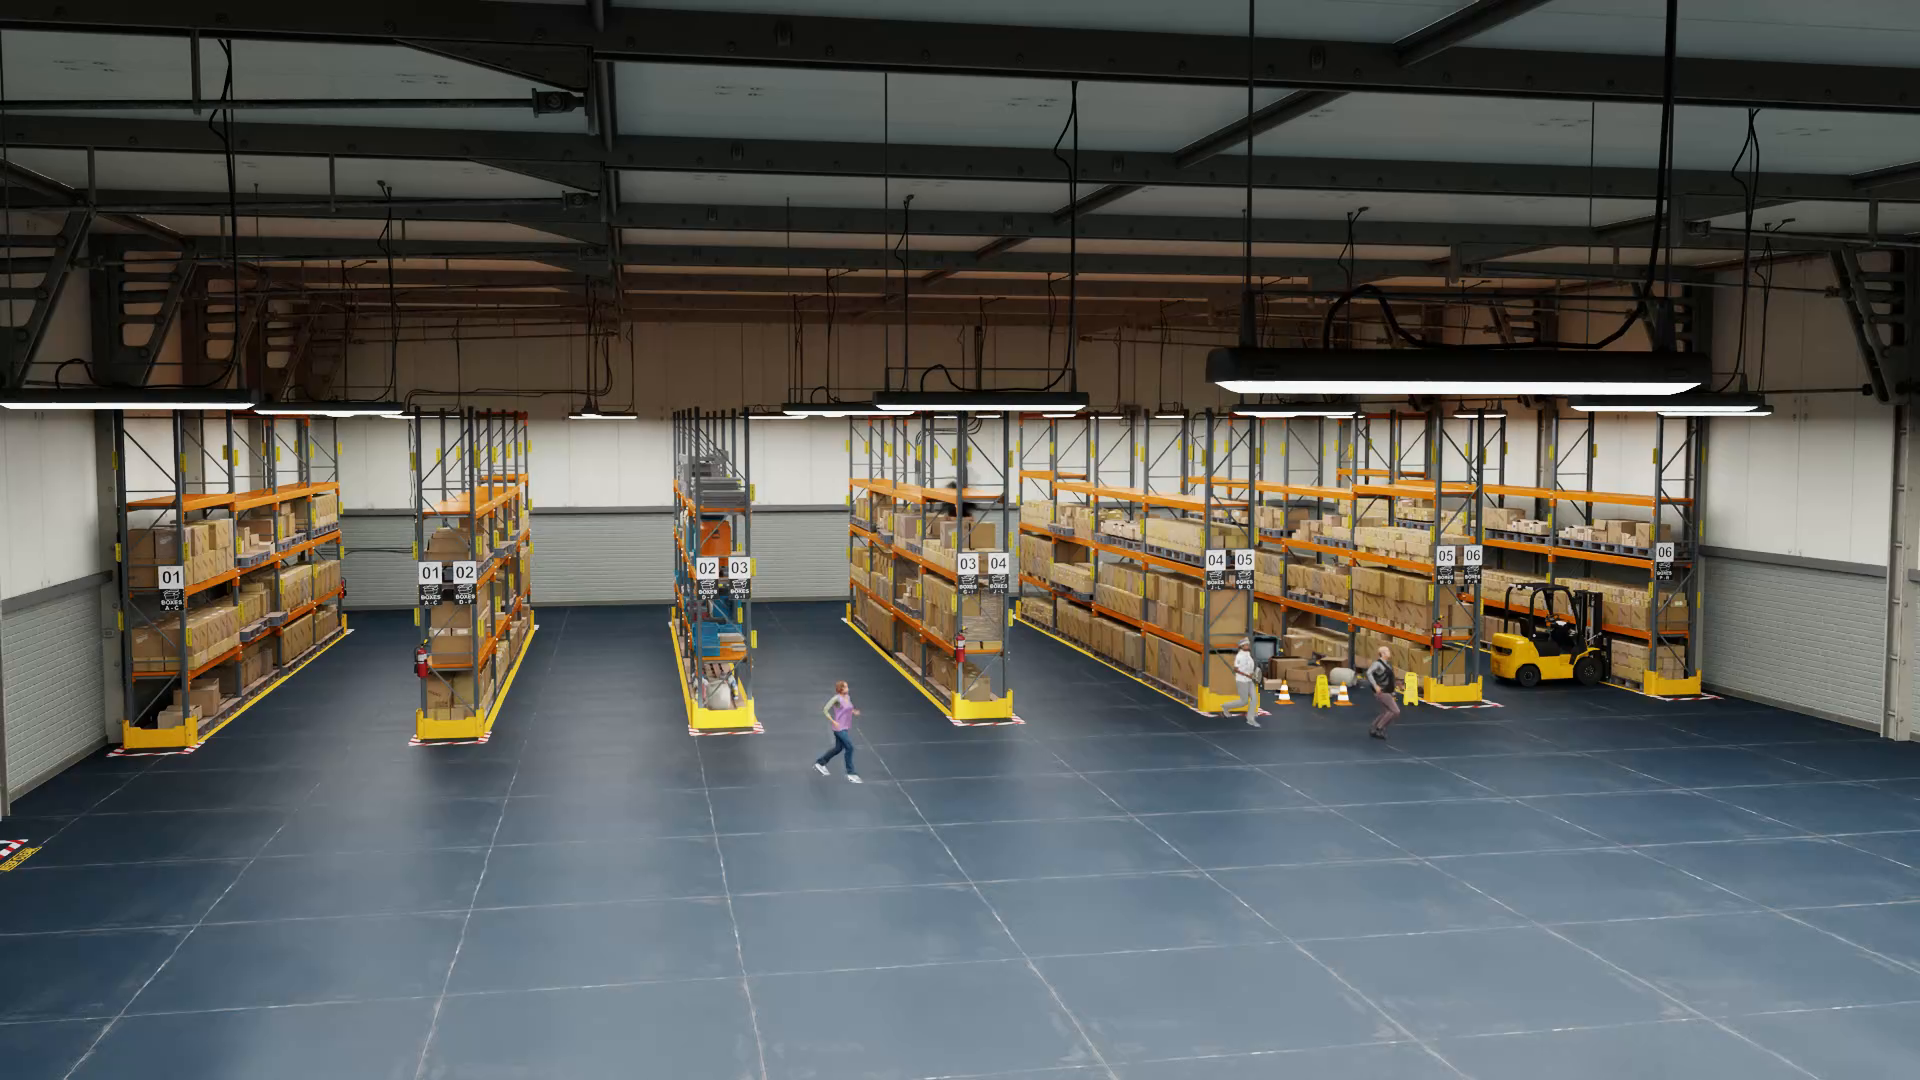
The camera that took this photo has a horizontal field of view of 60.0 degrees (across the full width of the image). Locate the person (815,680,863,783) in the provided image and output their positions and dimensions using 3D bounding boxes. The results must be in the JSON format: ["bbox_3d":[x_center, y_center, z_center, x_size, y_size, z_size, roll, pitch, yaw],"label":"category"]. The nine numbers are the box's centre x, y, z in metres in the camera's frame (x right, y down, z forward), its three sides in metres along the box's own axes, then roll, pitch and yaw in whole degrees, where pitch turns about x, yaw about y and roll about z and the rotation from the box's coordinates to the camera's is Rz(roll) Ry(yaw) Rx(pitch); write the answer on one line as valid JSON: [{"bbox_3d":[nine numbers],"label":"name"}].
[{"bbox_3d":[-1.923,3.035,26.535,0.817,1.617,0.523,1,4,17],"label":"person"}]

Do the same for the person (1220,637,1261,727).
[{"bbox_3d":[5.331,2.668,31.402,0.781,1.698,0.583,3,5,32],"label":"person"}]

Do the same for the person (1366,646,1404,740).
[{"bbox_3d":[7.631,2.753,29.846,0.630,1.678,0.671,3,5,33],"label":"person"}]

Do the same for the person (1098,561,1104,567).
[{"bbox_3d":[3.983,1.495,47.021,0.678,1.820,0.738,-1,4,-11],"label":"person"}]

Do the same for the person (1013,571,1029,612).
[{"bbox_3d":[1.908,1.359,49.960,0.864,1.573,0.541,-3,5,-34],"label":"person"}]
